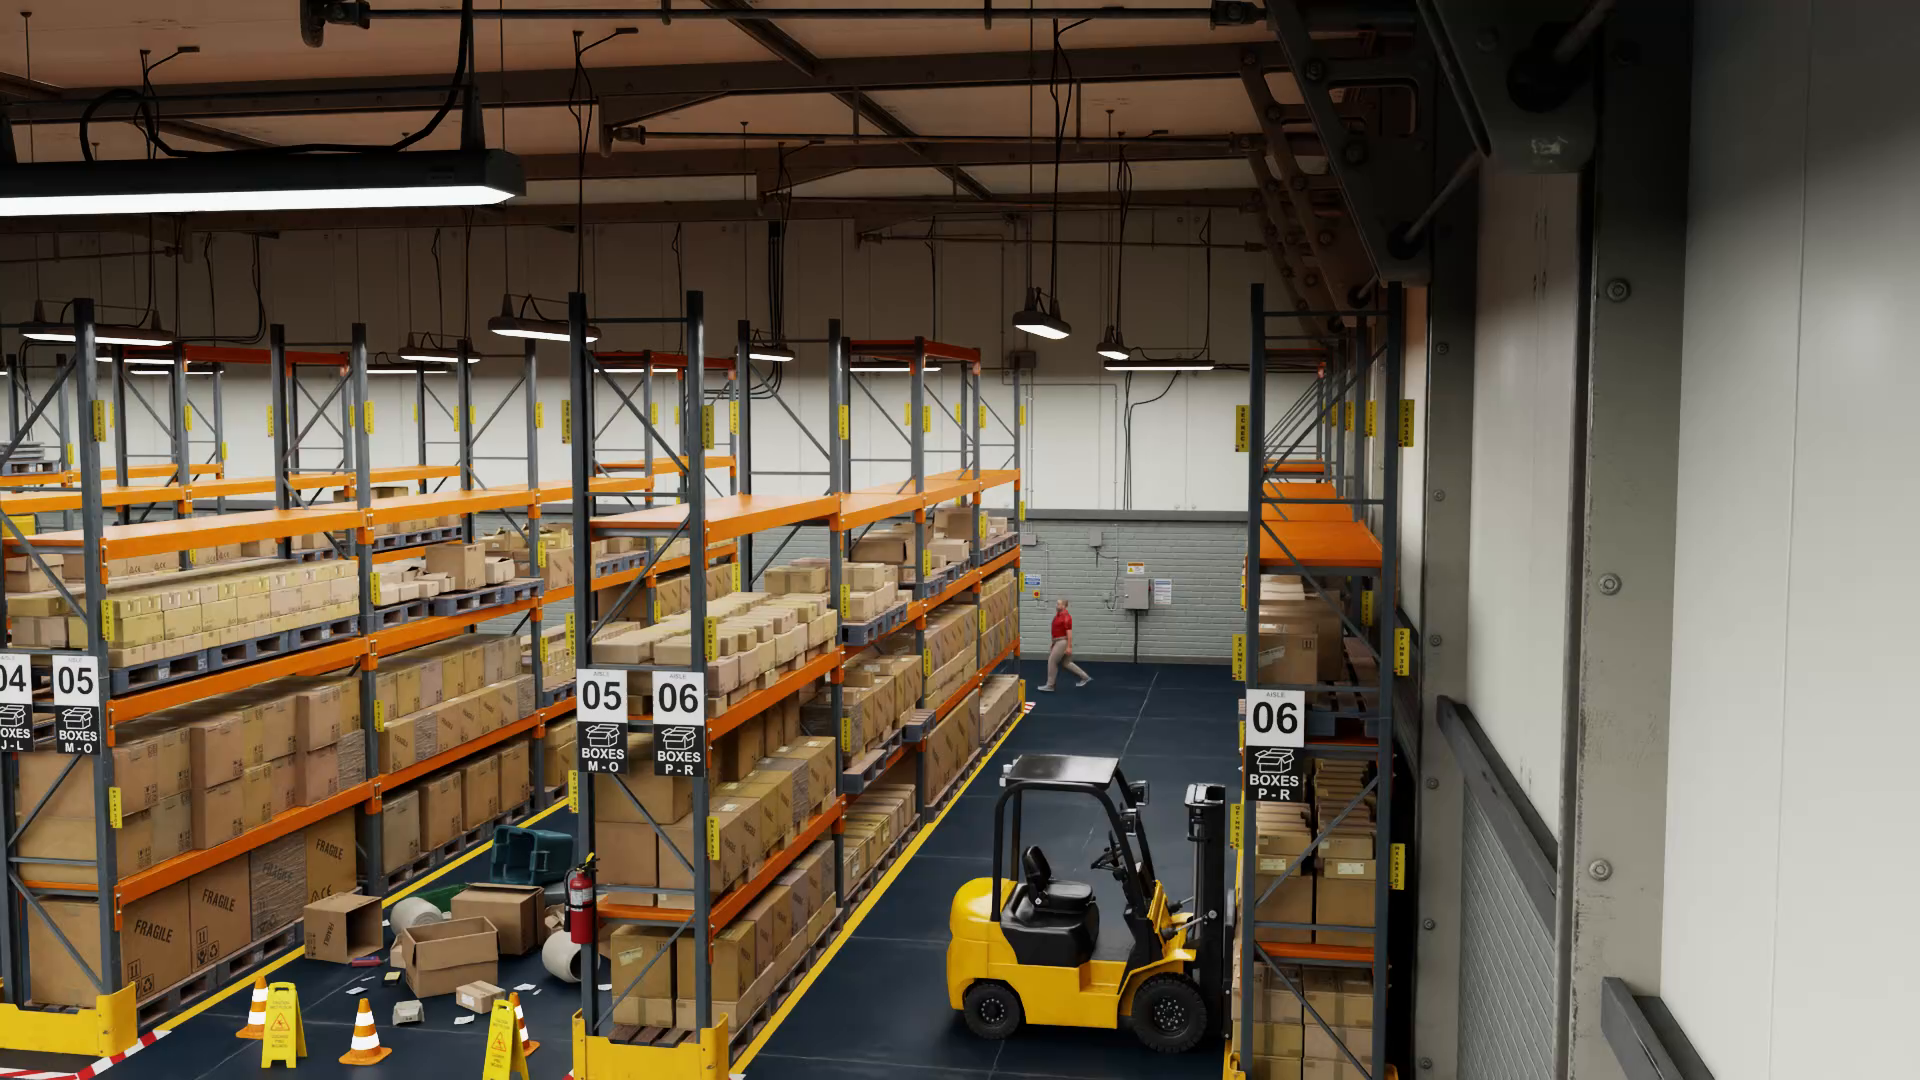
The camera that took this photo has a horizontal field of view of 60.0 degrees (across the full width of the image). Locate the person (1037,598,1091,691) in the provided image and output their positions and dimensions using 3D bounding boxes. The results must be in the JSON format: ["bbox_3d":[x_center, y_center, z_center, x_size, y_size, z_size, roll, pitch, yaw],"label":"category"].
[{"bbox_3d":[1.894,1.890,30.125,0.986,1.682,0.520,0,5,4],"label":"person"}]
